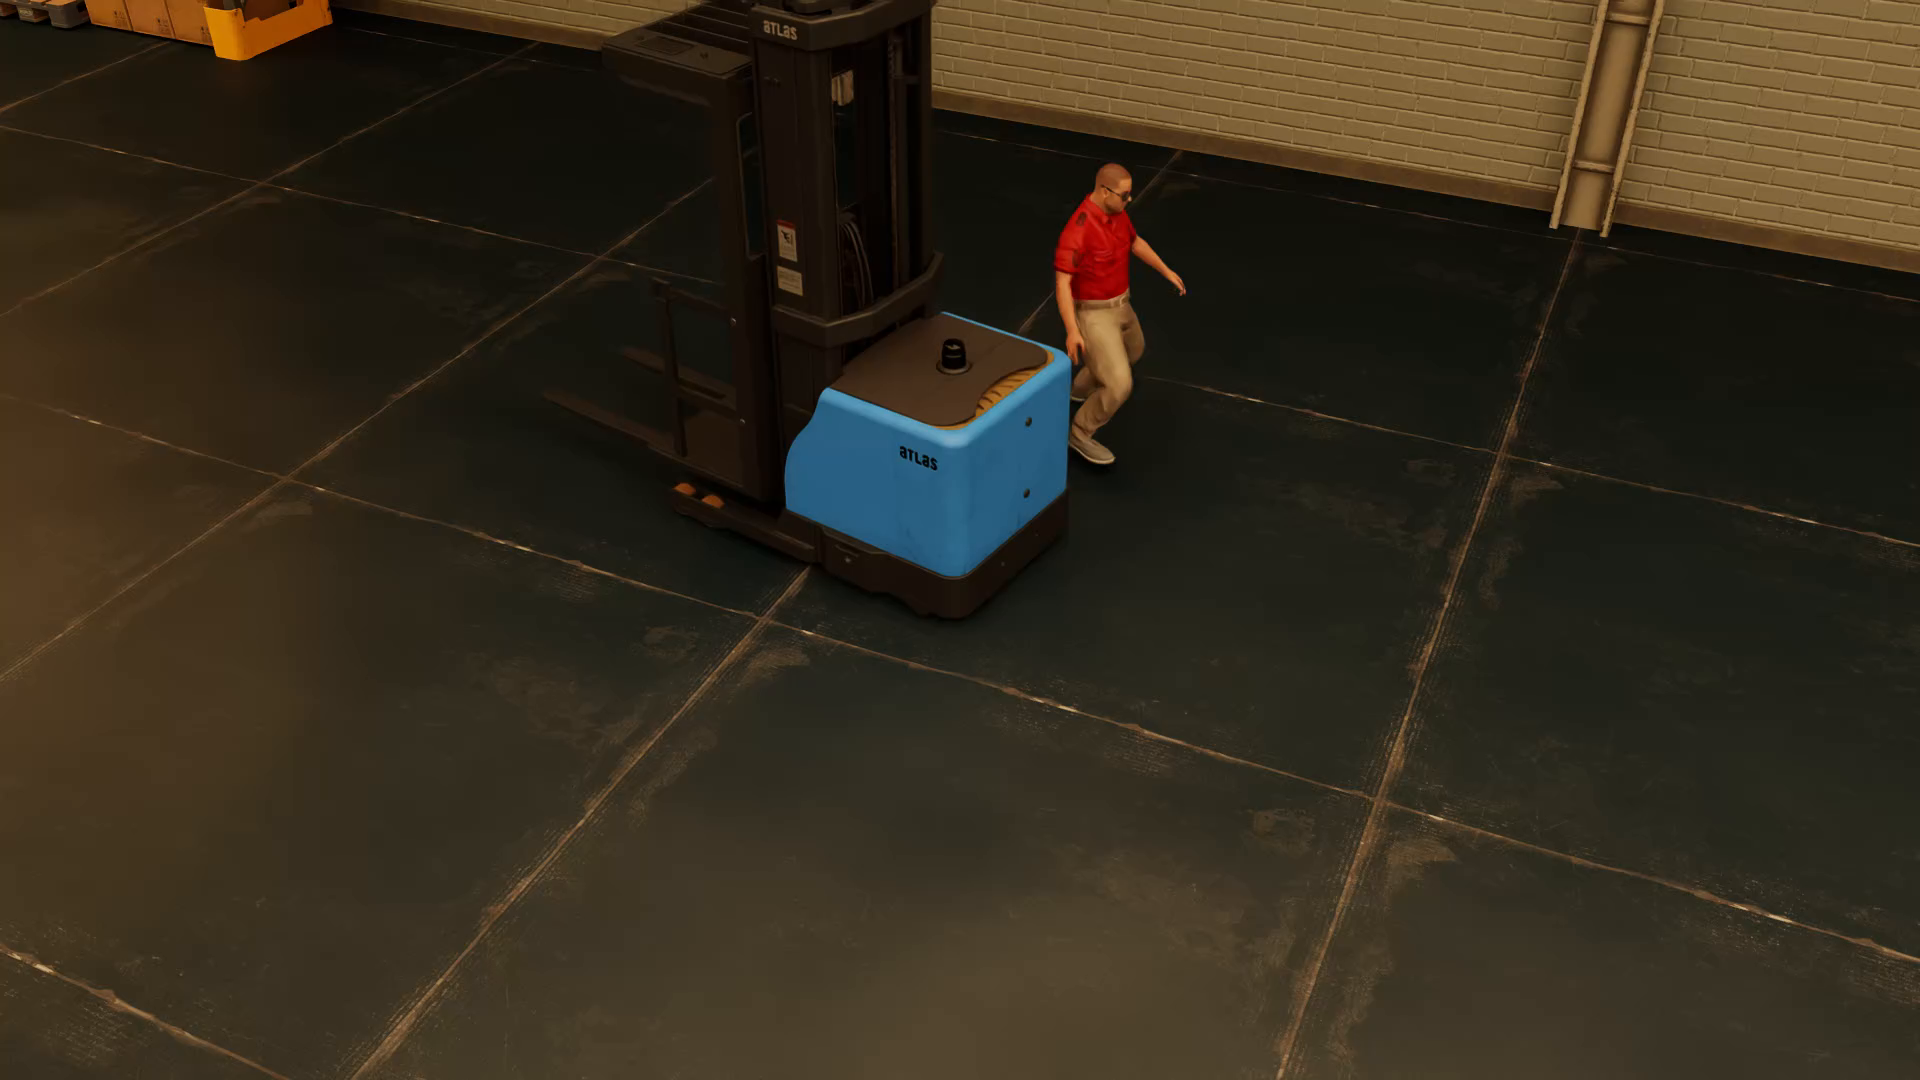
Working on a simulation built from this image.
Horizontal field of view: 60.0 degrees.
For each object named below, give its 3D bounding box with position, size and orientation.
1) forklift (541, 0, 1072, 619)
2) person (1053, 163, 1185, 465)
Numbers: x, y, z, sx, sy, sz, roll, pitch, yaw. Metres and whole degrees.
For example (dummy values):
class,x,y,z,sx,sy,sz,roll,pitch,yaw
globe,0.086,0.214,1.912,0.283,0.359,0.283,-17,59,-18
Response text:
class,x,y,z,sx,sy,sz,roll,pitch,yaw
forklift,-0.941,-1.489,8.174,3.031,2.935,1.130,22,41,28
person,0.802,-1.273,9.052,0.674,1.611,0.972,21,40,27
